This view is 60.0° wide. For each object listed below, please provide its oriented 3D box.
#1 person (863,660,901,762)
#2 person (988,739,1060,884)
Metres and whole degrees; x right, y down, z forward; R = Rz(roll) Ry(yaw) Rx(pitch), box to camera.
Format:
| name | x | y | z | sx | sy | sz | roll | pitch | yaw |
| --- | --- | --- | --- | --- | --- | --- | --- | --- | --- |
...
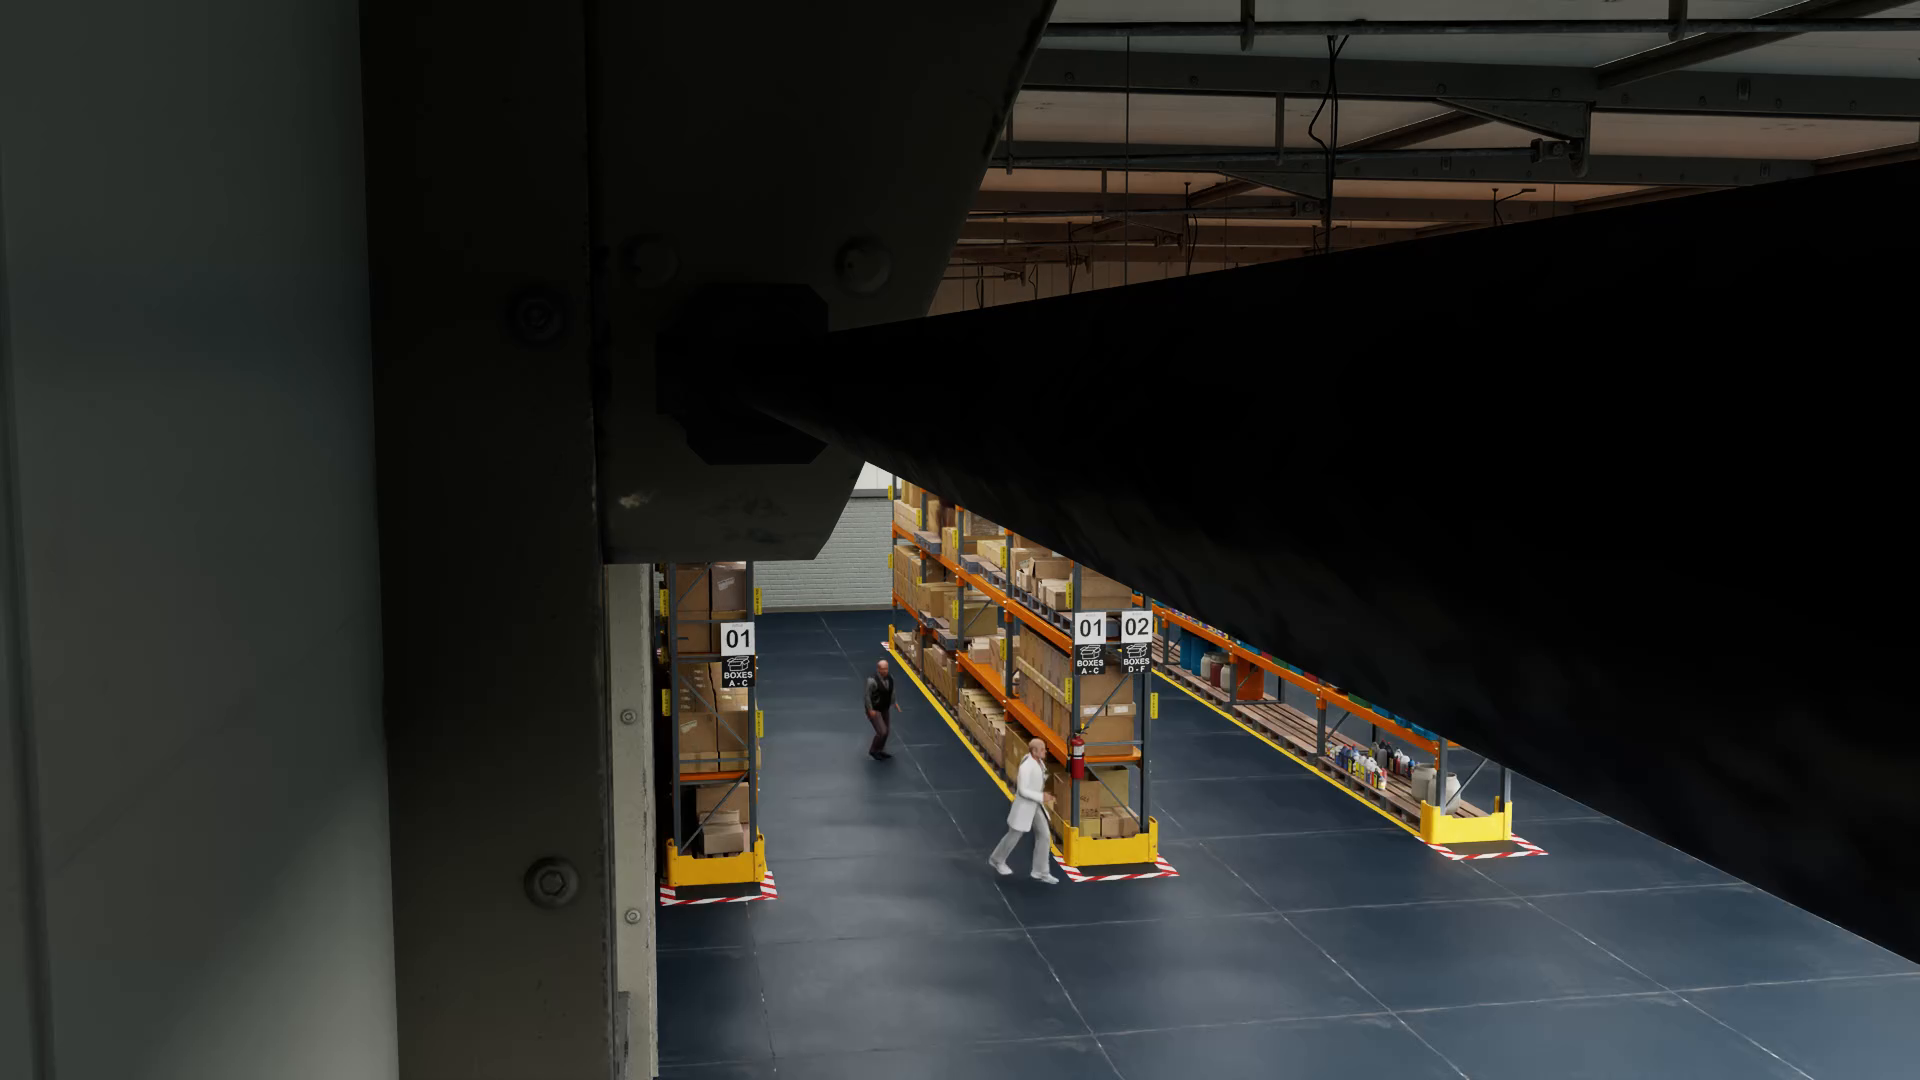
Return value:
| name | x | y | z | sx | sy | sz | roll | pitch | yaw |
| --- | --- | --- | --- | --- | --- | --- | --- | --- | --- |
| person | -1.286 | 2.678 | 26.273 | 0.566 | 1.658 | 0.656 | 5 | 8 | 38 |
| person | 0.744 | 3.330 | 20.219 | 0.903 | 1.703 | 0.702 | 4 | 7 | 30 |
